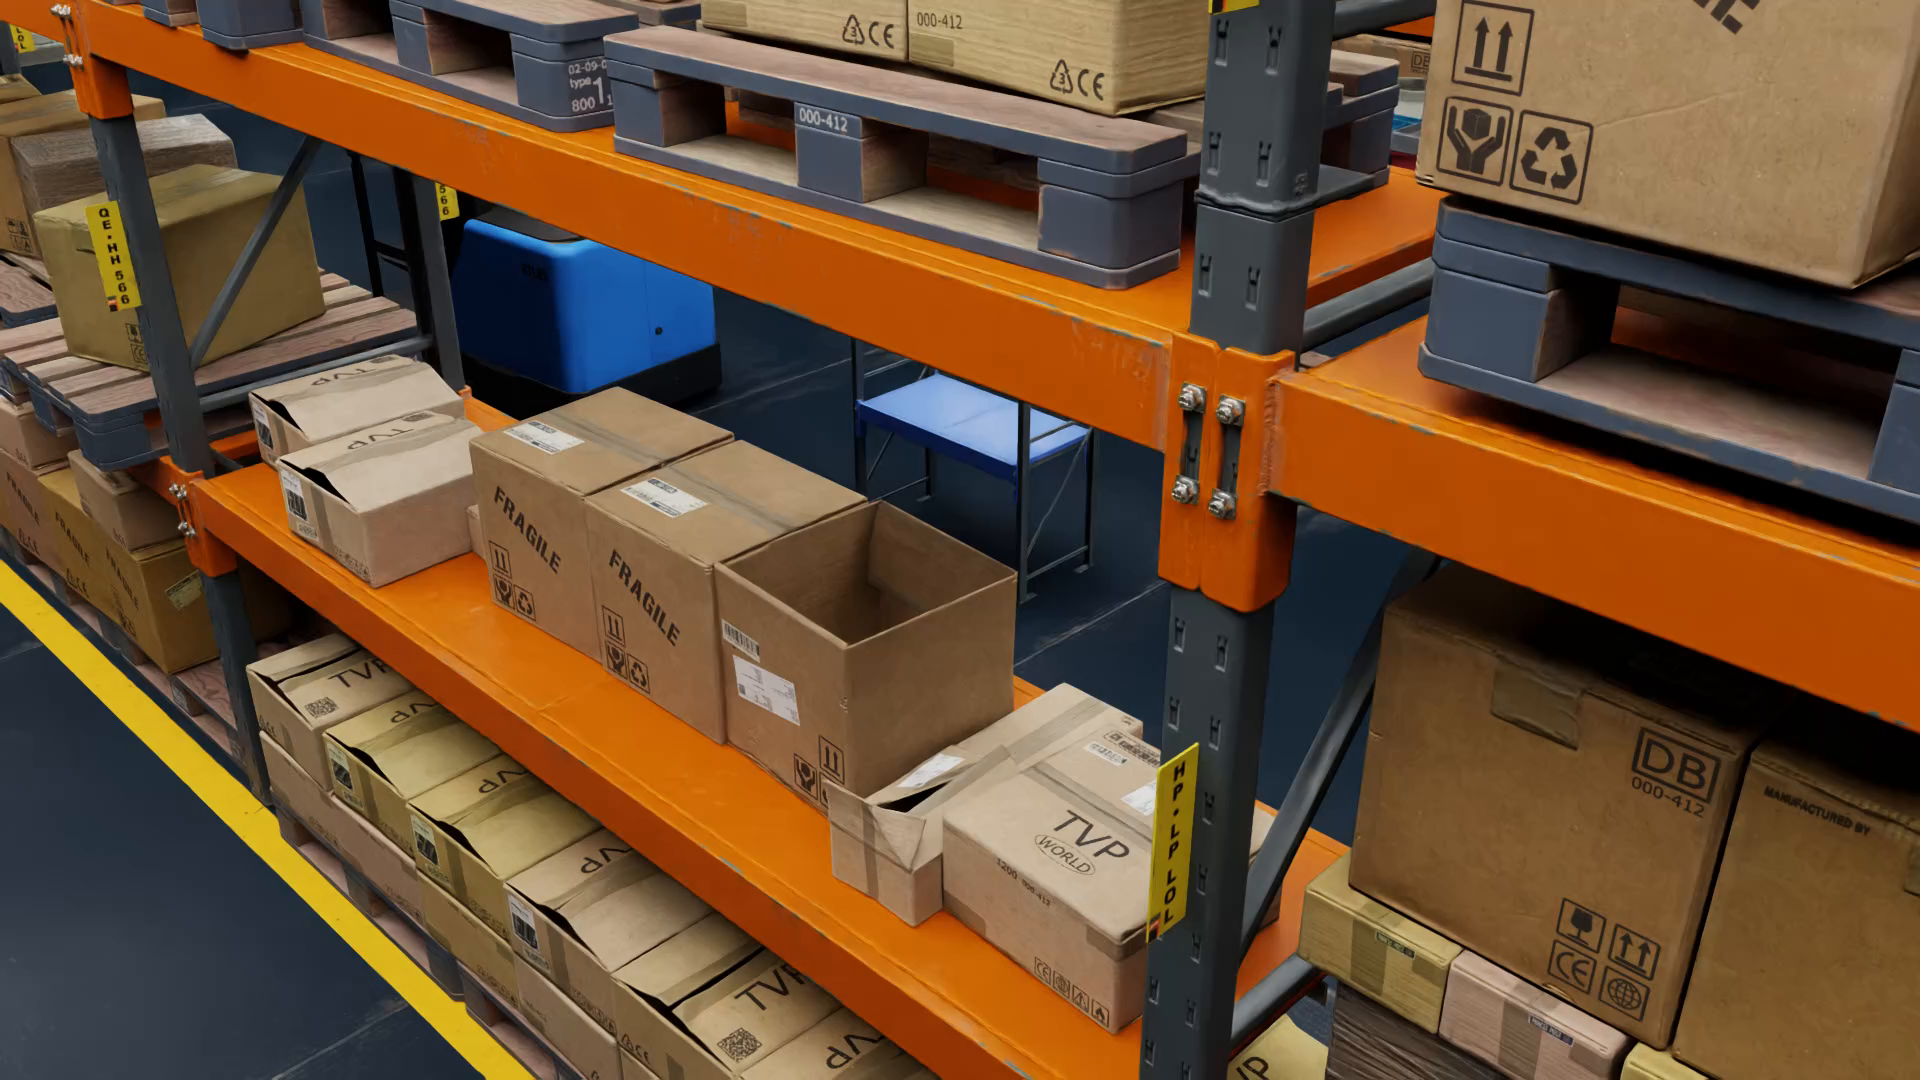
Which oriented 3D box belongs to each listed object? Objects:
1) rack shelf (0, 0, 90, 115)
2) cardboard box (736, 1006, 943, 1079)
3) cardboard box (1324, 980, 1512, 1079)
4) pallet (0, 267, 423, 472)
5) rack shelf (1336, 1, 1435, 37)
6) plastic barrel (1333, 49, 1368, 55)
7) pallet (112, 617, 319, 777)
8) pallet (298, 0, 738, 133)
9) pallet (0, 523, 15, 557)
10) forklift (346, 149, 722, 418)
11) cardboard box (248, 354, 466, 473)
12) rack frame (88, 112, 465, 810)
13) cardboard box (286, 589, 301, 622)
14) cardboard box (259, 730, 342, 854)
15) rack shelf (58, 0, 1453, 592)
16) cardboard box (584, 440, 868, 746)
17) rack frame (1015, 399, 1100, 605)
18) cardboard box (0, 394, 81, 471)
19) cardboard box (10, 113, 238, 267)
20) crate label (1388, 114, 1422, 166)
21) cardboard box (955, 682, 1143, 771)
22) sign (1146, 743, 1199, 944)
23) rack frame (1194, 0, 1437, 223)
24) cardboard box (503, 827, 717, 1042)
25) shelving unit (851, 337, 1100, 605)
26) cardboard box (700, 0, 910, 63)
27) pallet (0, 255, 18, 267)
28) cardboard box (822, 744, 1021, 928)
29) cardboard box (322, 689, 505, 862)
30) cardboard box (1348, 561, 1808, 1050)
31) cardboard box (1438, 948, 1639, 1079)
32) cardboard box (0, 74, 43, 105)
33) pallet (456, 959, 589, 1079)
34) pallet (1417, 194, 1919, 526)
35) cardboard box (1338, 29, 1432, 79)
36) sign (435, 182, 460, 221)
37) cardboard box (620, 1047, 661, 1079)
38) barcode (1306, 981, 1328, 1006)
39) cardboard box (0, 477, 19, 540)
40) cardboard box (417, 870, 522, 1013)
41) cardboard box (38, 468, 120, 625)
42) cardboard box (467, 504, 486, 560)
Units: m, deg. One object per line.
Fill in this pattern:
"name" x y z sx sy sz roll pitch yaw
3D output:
"rack shelf" -3.584 -2.215 6.290 4.000 0.370 1.077 25 36 38
"cardboard box" -0.171 1.330 3.899 0.500 0.311 0.500 -24 36 -38
"cardboard box" 1.015 0.850 2.803 0.500 0.500 0.700 23 36 37
"pallet" -2.691 -0.667 6.001 1.003 0.211 1.213 25 36 38
"rack shelf" 3.364 -4.174 13.238 4.000 0.370 1.077 25 36 38
"plastic barrel" 1.861 -2.206 8.575 0.708 0.536 0.600 25 36 38
"pallet" -2.664 0.425 6.716 1.213 0.211 1.003 25 36 38
"pallet" -0.812 -1.242 3.869 1.003 0.211 1.213 -23 36 -37
"pallet" -4.404 -0.372 8.230 1.213 0.211 1.003 25 36 38
"forklift" -2.777 -2.389 9.145 3.031 2.935 1.130 21 35 35
"cardboard box" -1.929 -0.381 5.347 0.500 0.311 0.500 -23 35 -36
"rack frame" -2.158 -0.554 5.580 0.127 3.000 1.000 25 36 38
"cardboard box" -2.660 -0.054 6.843 0.500 0.500 0.500 23 35 37
"cardboard box" -1.991 0.746 5.612 0.500 0.250 0.500 24 36 38
"rack shelf" -0.732 -0.910 3.808 4.000 0.370 1.077 25 36 38
"cardboard box" -0.575 0.116 4.199 0.500 0.500 0.500 25 36 38
"rack frame" 0.423 -0.470 7.033 0.032 1.500 0.500 25 36 38
"cardboard box" -3.765 -0.551 6.981 0.500 0.250 0.500 24 36 37
"cardboard box" -3.205 -1.314 6.466 0.700 0.500 0.500 -18 33 -30
"crate label" 1.836 -1.798 7.908 0.616 0.435 0.502 25 36 38
"cardboard box" 0.206 0.506 3.835 0.250 0.149 0.380 25 36 38
"sign" 0.321 0.457 2.498 0.005 0.325 0.100 25 36 38
"rack frame" 0.694 -1.904 1.701 0.127 3.000 1.000 25 36 38
"cardboard box" -0.881 1.001 4.524 0.500 0.311 0.500 24 36 38
"shelving unit" 0.061 -0.636 7.348 1.048 1.500 0.538 25 36 38
"cardboard box" -0.132 -1.078 3.064 0.500 0.250 0.500 21 34 34
"pallet" -4.517 -1.477 7.542 1.213 0.211 1.003 25 36 38
"cardboard box" -0.062 0.585 3.559 0.258 0.266 0.396 24 36 37
"cardboard box" -1.610 0.666 5.160 0.500 0.311 0.500 24 36 37
"cardboard box" 1.015 0.276 2.501 0.500 0.500 0.700 25 37 39
"cardboard box" 0.929 0.654 2.479 0.380 0.149 0.250 -25 36 -38
"cardboard box" -4.295 -1.657 7.119 0.700 0.500 0.500 -19 33 -32
"pallet" -0.733 1.360 4.936 1.213 0.211 1.003 25 36 38
"pallet" 1.320 -0.267 1.907 1.213 0.211 1.003 25 36 38
"cardboard box" 3.682 -3.611 13.226 0.875 0.875 1.225 25 36 39
"sign" -1.771 -1.251 5.663 0.005 0.325 0.100 25 36 38
"cardboard box" -0.529 1.411 4.346 0.500 0.250 0.500 -24 36 -38
"barcode" 0.804 1.017 3.775 0.075 0.075 0.001 25 36 38
"cardboard box" -4.097 -0.372 7.449 0.500 0.500 0.500 -25 37 -39
"cardboard box" -1.257 1.077 4.981 0.500 0.250 0.500 23 36 37
"cardboard box" -3.358 -0.038 6.813 0.500 0.500 0.500 23 35 37
"cardboard box" -1.209 -0.045 4.882 0.380 0.149 0.250 -22 35 -36
